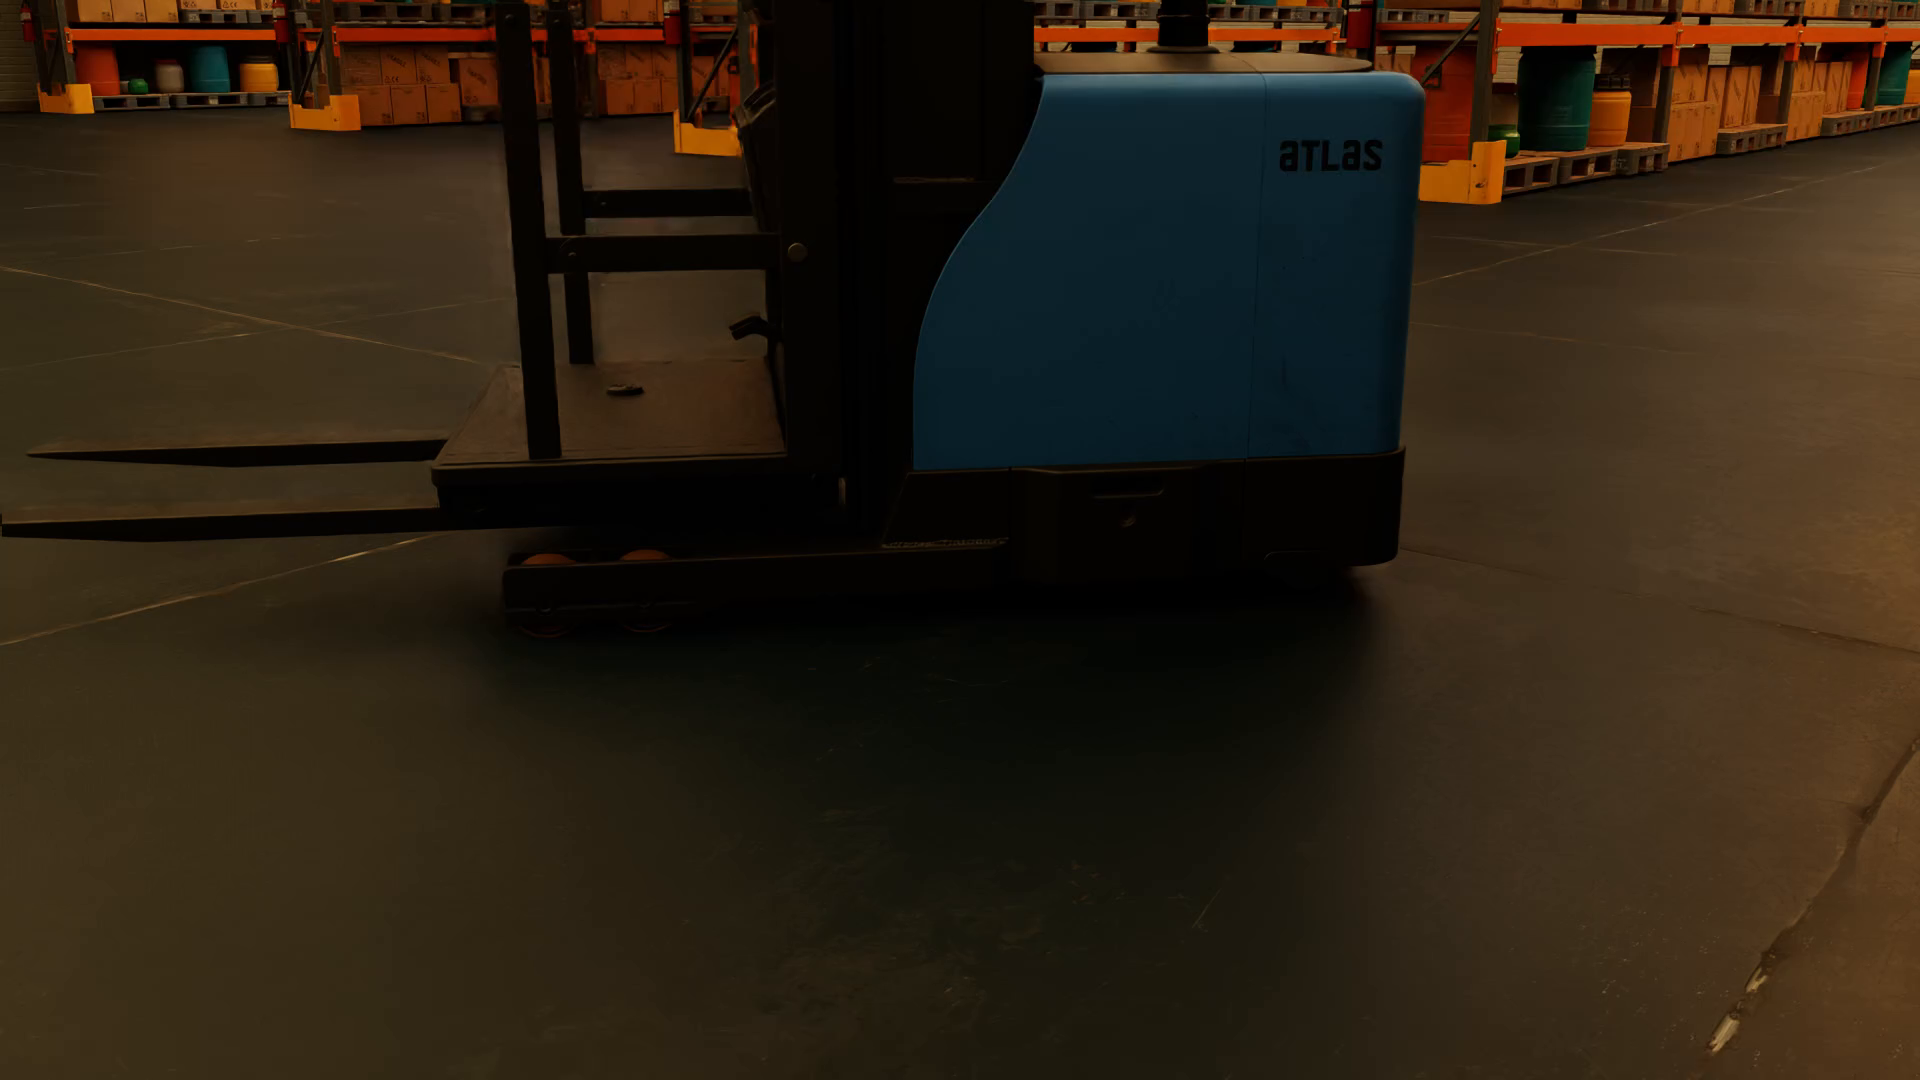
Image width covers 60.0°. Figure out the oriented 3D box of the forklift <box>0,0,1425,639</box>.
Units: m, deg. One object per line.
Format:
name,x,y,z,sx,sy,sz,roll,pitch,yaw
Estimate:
forklift,-0.614,-1.371,3.413,3.031,2.935,1.130,-2,17,-8
